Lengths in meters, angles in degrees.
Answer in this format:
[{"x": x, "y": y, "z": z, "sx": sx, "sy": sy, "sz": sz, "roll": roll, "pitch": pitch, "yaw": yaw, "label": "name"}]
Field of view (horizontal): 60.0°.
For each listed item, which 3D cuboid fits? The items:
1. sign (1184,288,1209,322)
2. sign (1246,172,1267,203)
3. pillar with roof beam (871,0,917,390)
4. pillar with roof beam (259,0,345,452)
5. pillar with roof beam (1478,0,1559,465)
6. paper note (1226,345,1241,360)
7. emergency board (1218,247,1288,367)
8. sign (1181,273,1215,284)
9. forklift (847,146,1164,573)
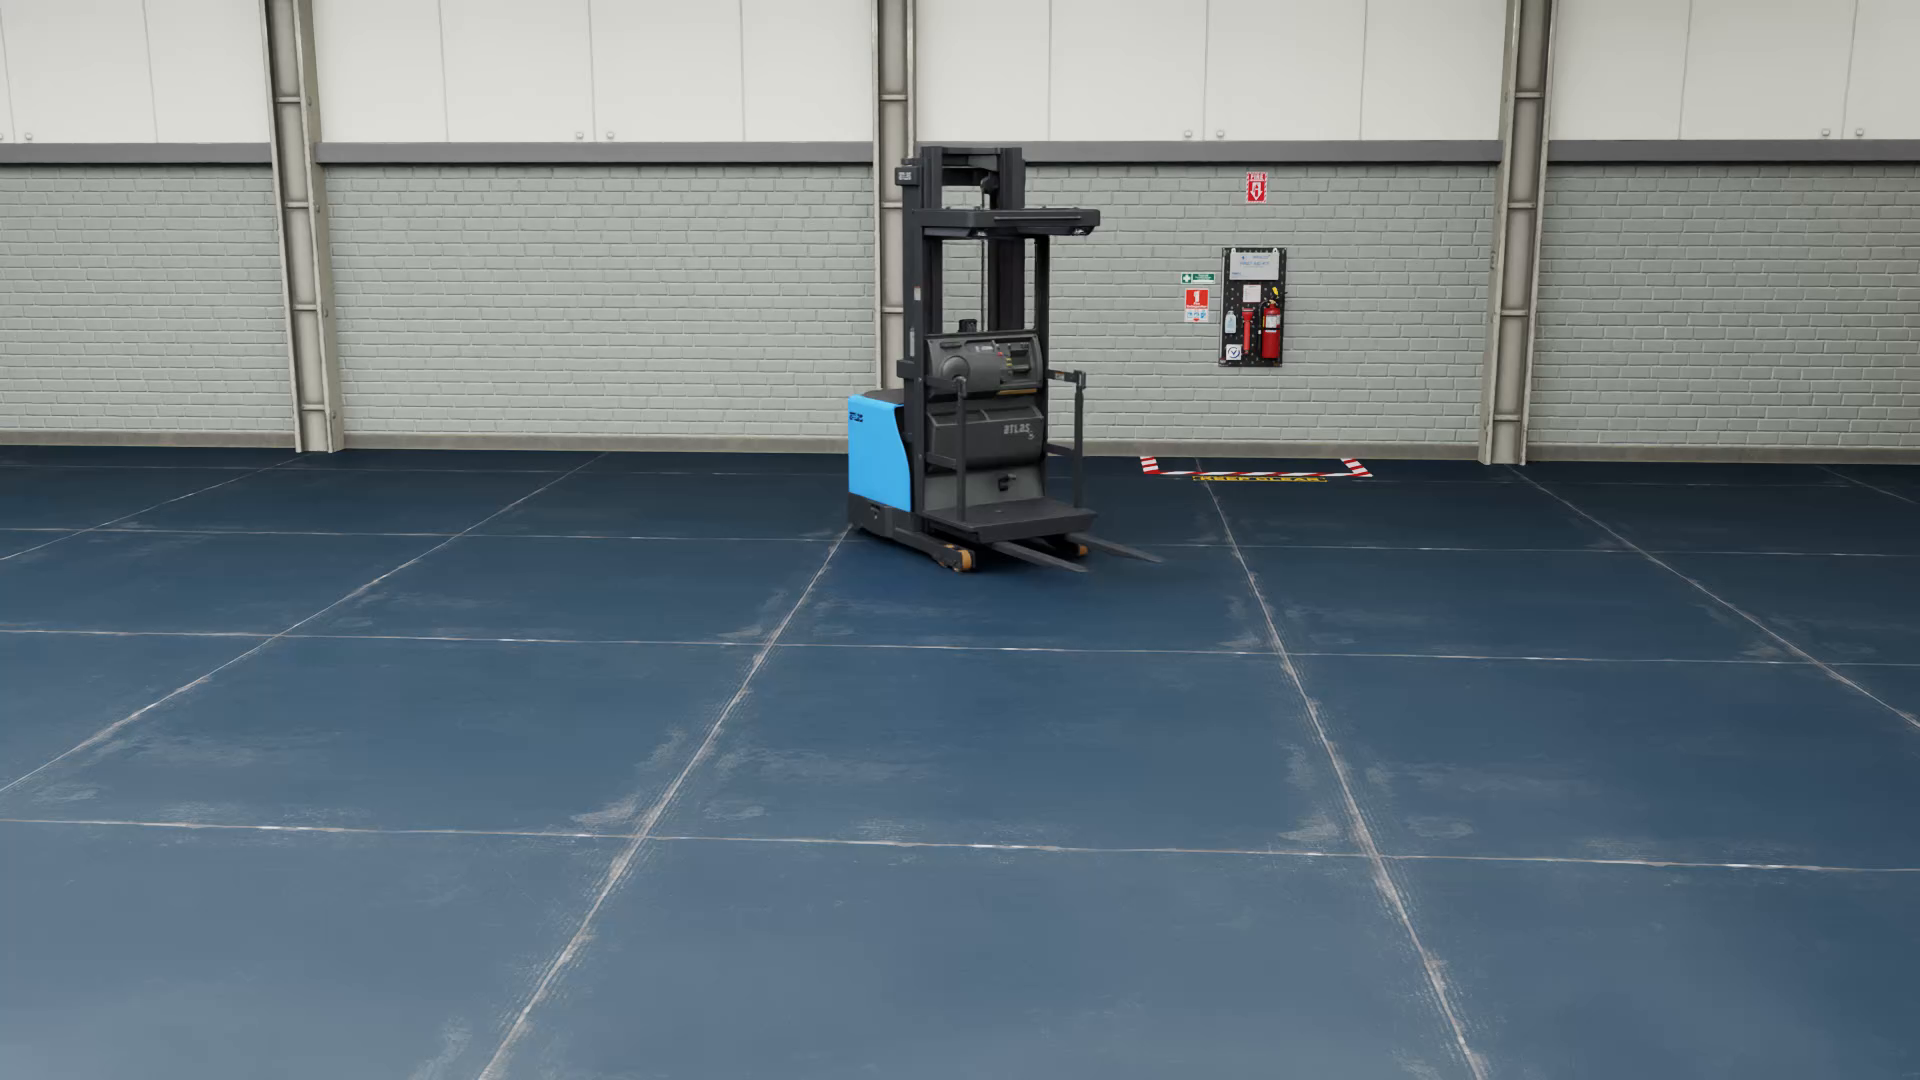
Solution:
[{"x": 2.345, "y": -2.324, "z": 16.467, "sx": 0.234, "sy": 0.329, "sz": 0.001, "roll": 1, "pitch": 12, "yaw": 4, "label": "sign"}, {"x": 2.888, "y": -3.433, "z": 16.194, "sx": 0.199, "sy": 0.298, "sz": 0.001, "roll": 1, "pitch": 12, "yaw": 4, "label": "sign"}, {"x": -0.922, "y": -4.376, "z": 11.709, "sx": 0.400, "sy": 9.000, "sz": 9.100, "roll": 1, "pitch": 12, "yaw": 4, "label": "pillar with roof beam"}, {"x": -6.908, "y": -4.458, "z": 12.101, "sx": 0.400, "sy": 9.000, "sz": 9.100, "roll": 1, "pitch": 12, "yaw": 4, "label": "pillar with roof beam"}, {"x": 5.065, "y": -4.294, "z": 11.316, "sx": 0.400, "sy": 9.000, "sz": 9.100, "roll": 1, "pitch": 12, "yaw": 4, "label": "pillar with roof beam"}, {"x": 2.718, "y": -1.864, "z": 16.503, "sx": 0.142, "sy": 0.148, "sz": 0.016, "roll": 1, "pitch": 12, "yaw": 4, "label": "paper note"}, {"x": 2.890, "y": -2.278, "z": 16.334, "sx": 0.643, "sy": 1.169, "sz": 0.194, "roll": 1, "pitch": 12, "yaw": 4, "label": "emergency board"}, {"x": 2.349, "y": -2.582, "z": 16.404, "sx": 0.331, "sy": 0.109, "sz": 0.001, "roll": 1, "pitch": 12, "yaw": 4, "label": "sign"}, {"x": 0.296, "y": -1.311, "z": 11.878, "sx": 1.130, "sy": 2.935, "sz": 3.031, "roll": -7, "pitch": 14, "yaw": -30, "label": "forklift"}]
